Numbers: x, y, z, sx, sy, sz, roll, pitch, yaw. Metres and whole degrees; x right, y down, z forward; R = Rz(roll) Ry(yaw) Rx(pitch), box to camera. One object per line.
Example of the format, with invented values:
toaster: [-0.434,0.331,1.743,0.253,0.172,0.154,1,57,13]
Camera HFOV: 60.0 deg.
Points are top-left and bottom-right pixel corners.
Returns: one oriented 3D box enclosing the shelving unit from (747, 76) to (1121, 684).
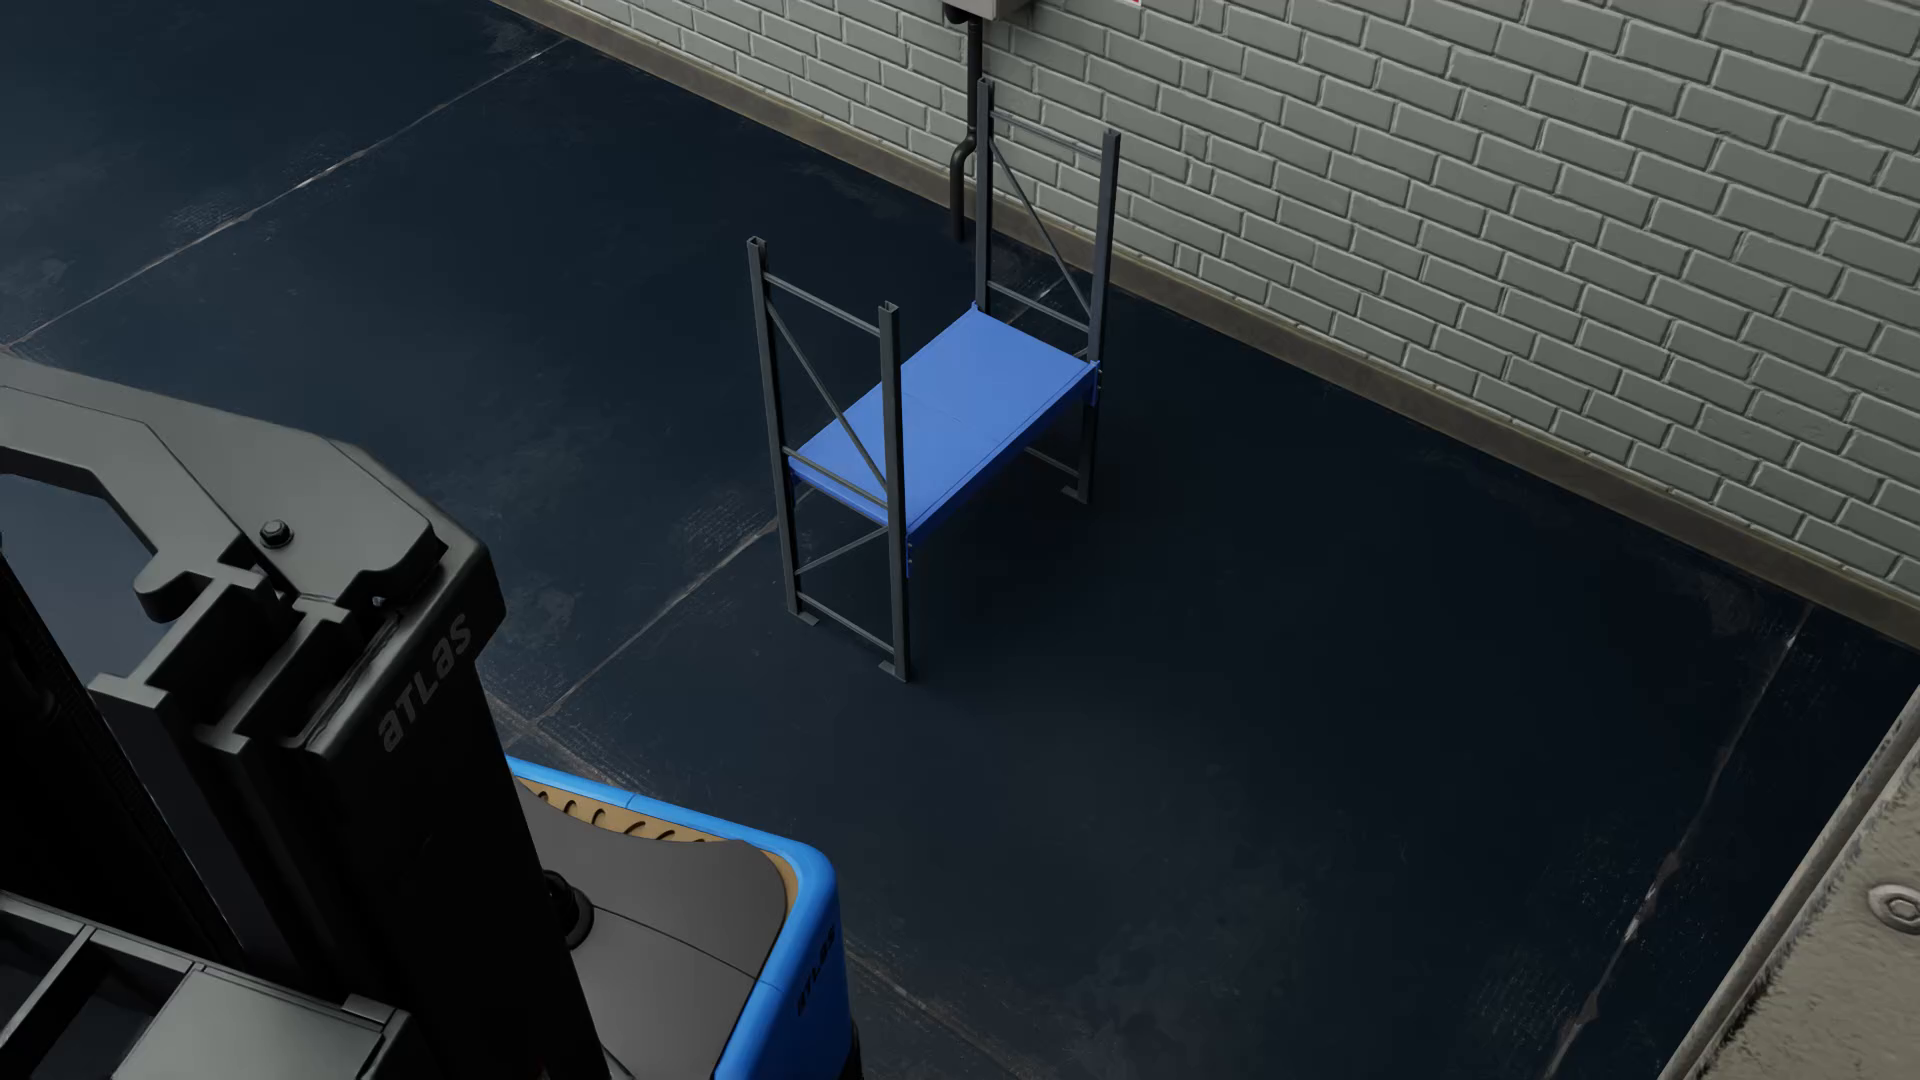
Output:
shelving unit: [-0.052,-0.469,5.161,0.538,1.500,1.048,29,53,25]

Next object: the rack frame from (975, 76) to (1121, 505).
rack frame: [0.259,-0.760,5.439,0.500,1.500,0.032,29,53,25]

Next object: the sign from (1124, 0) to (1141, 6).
sign: [0.510,-2.131,5.777,0.329,0.494,0.001,29,53,25]

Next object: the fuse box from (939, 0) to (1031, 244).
fuse box: [-0.007,-1.819,6.304,0.539,1.711,0.414,29,53,25]

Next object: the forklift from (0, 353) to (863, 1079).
forklift: [-1.209,1.309,2.473,1.130,2.935,3.031,14,48,13]

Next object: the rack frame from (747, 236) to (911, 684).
rack frame: [-0.363,-0.178,4.883,0.500,1.500,0.032,29,53,25]

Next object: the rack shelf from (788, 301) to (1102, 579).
rack shelf: [-0.052,-0.345,5.291,0.538,0.185,1.000,29,53,25]
